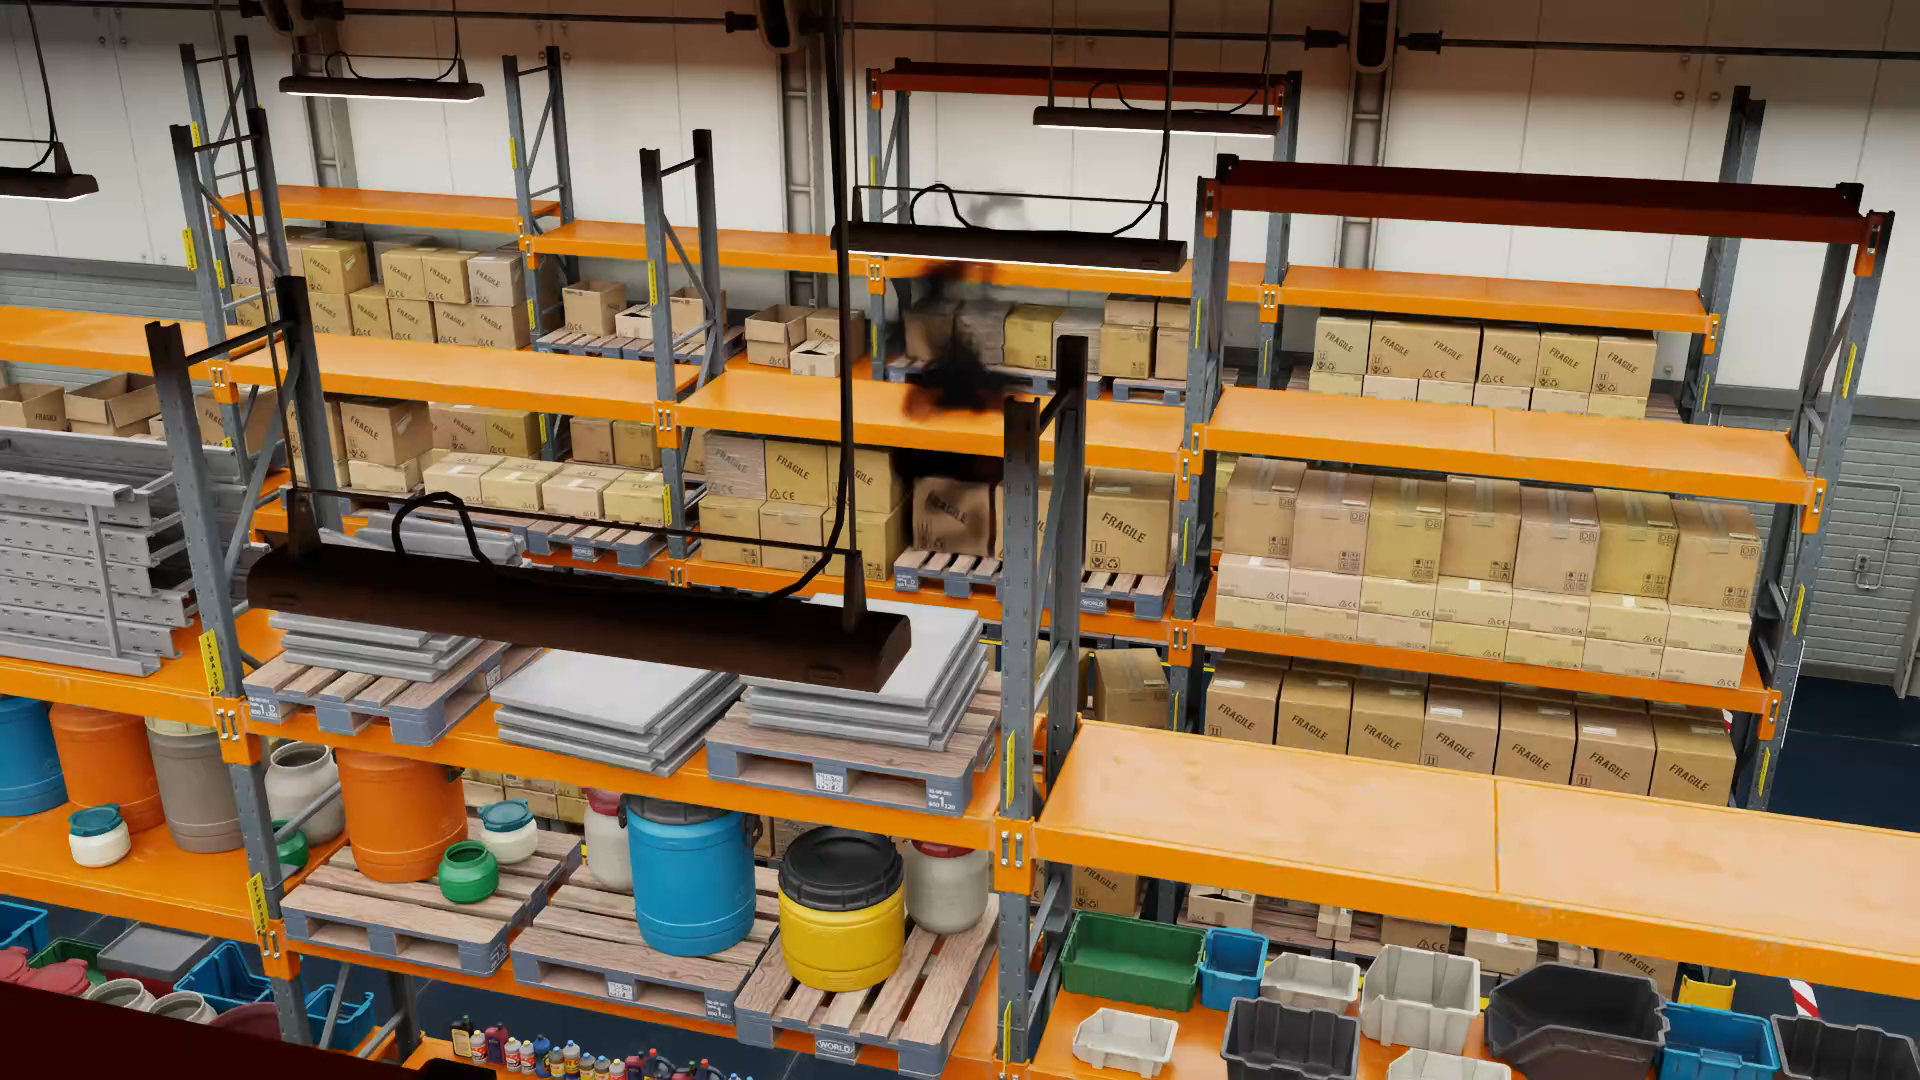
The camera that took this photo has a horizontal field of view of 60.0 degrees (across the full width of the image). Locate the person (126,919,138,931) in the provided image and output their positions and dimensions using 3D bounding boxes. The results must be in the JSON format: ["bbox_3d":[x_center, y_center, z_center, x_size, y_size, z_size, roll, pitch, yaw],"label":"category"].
[{"bbox_3d":[-5.913,2.599,12.245,0.592,1.732,0.639,6,23,15],"label":"person"}]
